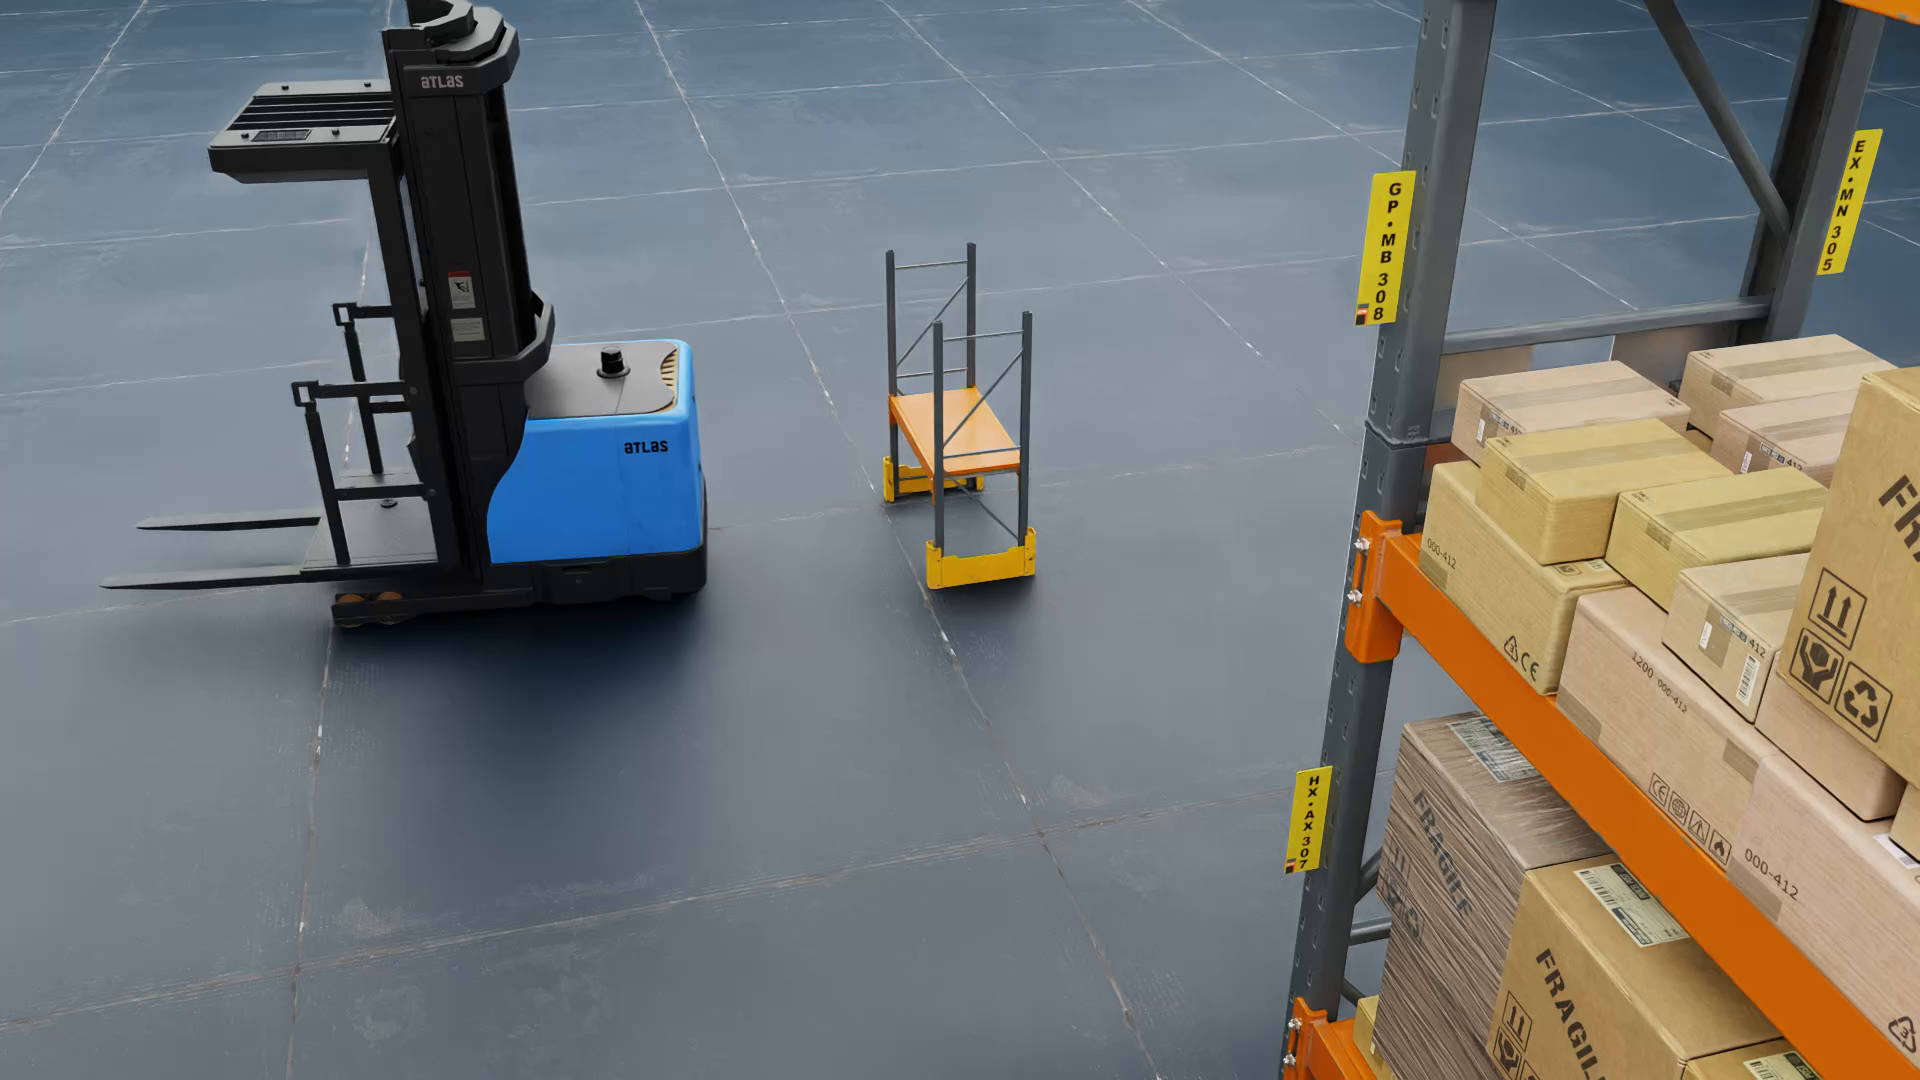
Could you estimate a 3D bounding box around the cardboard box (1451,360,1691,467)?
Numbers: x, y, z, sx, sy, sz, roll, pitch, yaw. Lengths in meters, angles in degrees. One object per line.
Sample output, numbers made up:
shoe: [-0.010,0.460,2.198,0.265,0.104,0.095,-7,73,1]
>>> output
cardboard box: [1.250,-0.235,3.419,0.380,0.149,0.250,-8,31,-14]

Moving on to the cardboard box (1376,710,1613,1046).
cardboard box: [1.283,0.704,3.644,0.500,0.500,0.500,-8,31,-13]

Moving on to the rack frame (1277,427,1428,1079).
rack frame: [1.400,1.007,4.516,1.000,3.000,0.127,-8,31,-13]

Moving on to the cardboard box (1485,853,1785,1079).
cardboard box: [1.409,0.947,3.225,0.500,0.500,0.500,-8,31,-13]

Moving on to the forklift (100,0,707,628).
forklift: [-2.887,-1.104,8.231,3.031,2.935,1.130,-4,30,-6]

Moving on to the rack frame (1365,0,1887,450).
rack frame: [1.400,-1.589,3.013,1.000,3.000,0.127,-8,31,-13]

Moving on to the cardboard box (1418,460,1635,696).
cardboard box: [1.278,0.041,3.340,0.500,0.250,0.500,-7,31,-12]

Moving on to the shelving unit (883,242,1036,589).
shelving unit: [-0.020,-0.686,8.938,0.587,1.500,1.083,-8,31,-13]

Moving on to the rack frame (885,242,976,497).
rack frame: [-0.158,-0.936,9.370,0.500,1.500,0.032,-8,31,-13]

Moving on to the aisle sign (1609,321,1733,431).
aisle sign: [1.672,-0.188,3.985,0.394,0.787,0.004,-8,31,-13]

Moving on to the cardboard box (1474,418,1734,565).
cardboard box: [1.225,-0.097,3.180,0.380,0.149,0.250,-7,31,-12]

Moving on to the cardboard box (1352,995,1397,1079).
cardboard box: [1.245,1.285,4.286,0.380,0.149,0.250,-8,31,-13]

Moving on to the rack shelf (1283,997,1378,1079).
rack shelf: [1.930,2.285,3.027,1.077,0.370,4.000,-8,31,-13]

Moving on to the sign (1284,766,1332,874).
sign: [0.877,0.705,4.174,0.100,0.325,0.005,-8,31,-13]

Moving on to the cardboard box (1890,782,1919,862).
cardboard box: [1.562,0.398,2.326,0.380,0.149,0.250,-9,31,-16]

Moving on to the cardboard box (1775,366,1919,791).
cardboard box: [1.533,0.074,2.239,0.500,0.500,0.500,-8,31,-13]

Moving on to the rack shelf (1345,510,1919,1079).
rack shelf: [1.930,0.986,2.275,1.077,0.370,4.000,-8,31,-13]

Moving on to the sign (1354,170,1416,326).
sign: [0.877,-0.597,3.420,0.100,0.325,0.005,-8,31,-13]

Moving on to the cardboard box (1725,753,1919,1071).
cardboard box: [1.549,0.529,2.497,0.500,0.250,0.500,-8,31,-13]

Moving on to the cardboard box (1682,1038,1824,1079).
cardboard box: [1.543,1.188,2.808,0.500,0.500,0.500,-8,31,-13]

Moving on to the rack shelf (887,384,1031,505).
rack shelf: [-0.023,-0.535,9.036,0.538,0.185,1.000,-8,31,-13]

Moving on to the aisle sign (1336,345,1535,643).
aisle sign: [1.094,-0.108,3.847,0.394,0.787,0.004,-8,31,-13]

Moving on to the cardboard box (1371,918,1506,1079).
cardboard box: [1.519,1.104,3.951,0.875,0.500,0.500,-8,31,-13]

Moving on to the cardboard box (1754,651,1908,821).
cardboard box: [1.475,0.268,2.551,0.380,0.149,0.250,-8,31,-13]

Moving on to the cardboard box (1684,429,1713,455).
cardboard box: [1.773,-0.027,3.458,0.500,0.250,0.500,-7,31,-12]

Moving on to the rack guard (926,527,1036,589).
rack guard: [0.112,0.096,8.835,0.587,0.250,0.087,-8,31,-13]

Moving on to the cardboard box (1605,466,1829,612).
cardboard box: [1.411,0.009,2.998,0.380,0.149,0.250,-8,31,-14]

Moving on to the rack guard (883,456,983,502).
rack guard: [-0.152,-0.386,9.667,0.587,0.250,0.087,-8,31,-13]

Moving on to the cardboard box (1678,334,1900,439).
cardboard box: [1.774,-0.306,3.542,0.380,0.149,0.250,-8,31,-13]

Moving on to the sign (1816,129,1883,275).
sign: [1.940,-0.738,3.653,0.100,0.325,0.005,-8,31,-13]

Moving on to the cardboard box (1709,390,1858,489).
cardboard box: [1.730,-0.165,3.298,0.380,0.149,0.250,-9,31,-15]

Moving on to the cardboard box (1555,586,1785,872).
cardboard box: [1.421,0.289,2.911,0.500,0.250,0.500,-9,31,-14]

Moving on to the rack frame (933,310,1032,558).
rack frame: [0.112,-0.445,8.521,0.500,1.500,0.032,-8,31,-13]

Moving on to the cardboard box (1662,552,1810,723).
cardboard box: [1.415,0.150,2.754,0.380,0.149,0.250,-7,31,-11]
